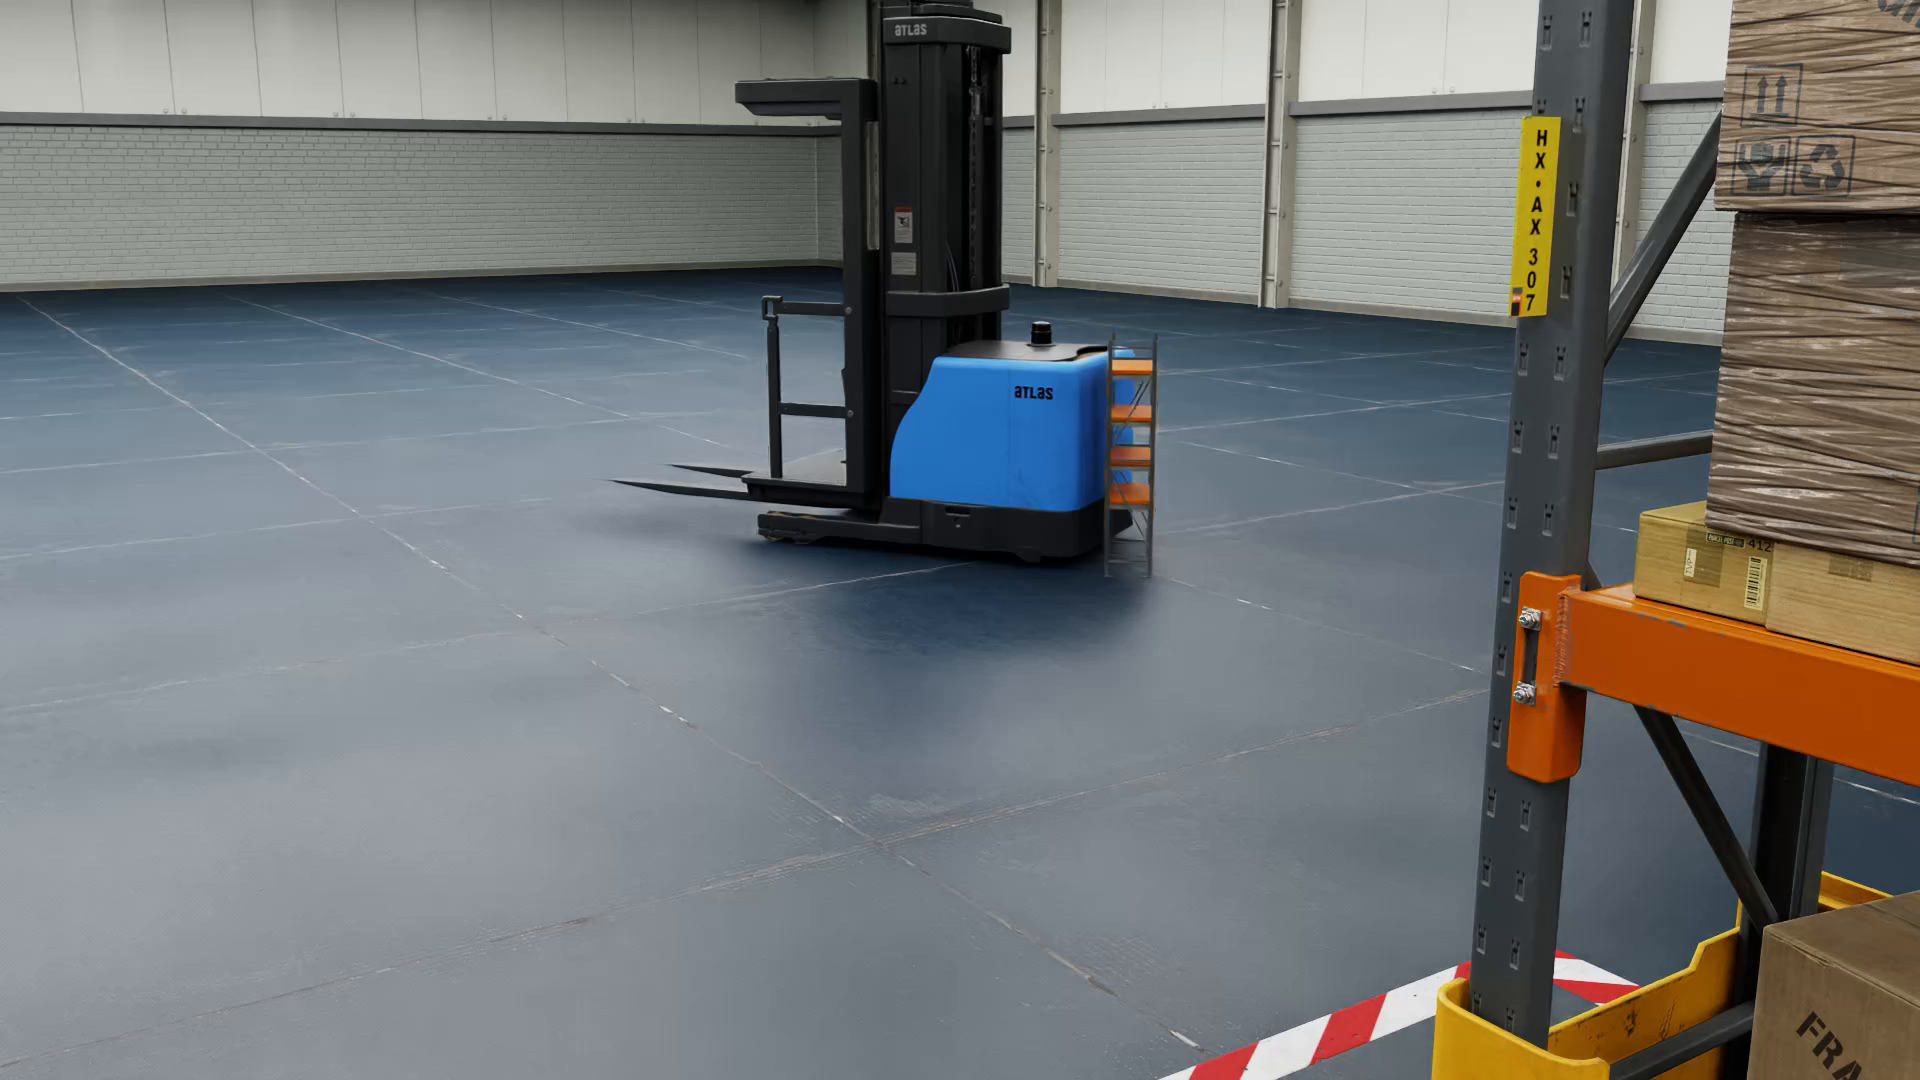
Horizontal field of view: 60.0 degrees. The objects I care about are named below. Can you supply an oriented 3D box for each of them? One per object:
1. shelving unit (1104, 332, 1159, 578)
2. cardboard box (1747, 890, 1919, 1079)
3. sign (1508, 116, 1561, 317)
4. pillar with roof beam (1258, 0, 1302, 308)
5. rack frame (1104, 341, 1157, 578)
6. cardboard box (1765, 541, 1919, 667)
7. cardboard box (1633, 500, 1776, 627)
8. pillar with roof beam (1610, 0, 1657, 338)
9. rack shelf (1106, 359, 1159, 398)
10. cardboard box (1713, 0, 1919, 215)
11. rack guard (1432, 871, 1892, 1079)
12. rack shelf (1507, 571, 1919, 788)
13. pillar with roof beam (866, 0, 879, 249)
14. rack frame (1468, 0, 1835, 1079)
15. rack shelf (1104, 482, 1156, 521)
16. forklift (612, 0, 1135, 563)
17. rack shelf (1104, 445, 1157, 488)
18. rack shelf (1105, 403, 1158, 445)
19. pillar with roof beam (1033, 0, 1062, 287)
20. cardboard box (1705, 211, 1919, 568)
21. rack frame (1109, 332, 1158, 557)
[{"bbox_3d":[0.886,-0.447,8.599,0.258,1.200,0.503,1,12,7],"label":"shelving unit"},{"bbox_3d":[1.742,0.951,2.859,0.500,0.500,0.500,-5,13,-22],"label":"cardboard box"},{"bbox_3d":[0.958,-0.536,2.767,0.100,0.325,0.005,-8,15,-33],"label":"sign"},{"bbox_3d":[1.332,-7.537,22.763,9.100,9.000,0.400,-8,15,-33],"label":"pillar with roof beam"},{"bbox_3d":[0.857,-0.396,8.362,0.240,1.200,0.015,1,12,7],"label":"rack frame"},{"bbox_3d":[1.492,0.071,2.606,0.380,0.149,0.250,-8,15,-33],"label":"cardboard box"},{"bbox_3d":[1.369,0.024,2.819,0.380,0.149,0.250,-8,15,-33],"label":"cardboard box"},{"bbox_3d":[4.656,-6.470,17.883,9.100,9.000,0.400,-8,15,-33],"label":"pillar with roof beam"},{"bbox_3d":[0.886,-0.831,8.515,0.258,0.148,0.480,1,12,7],"label":"rack shelf"},{"bbox_3d":[1.488,-0.730,2.409,0.500,0.500,0.500,-8,15,-33],"label":"cardboard box"},{"bbox_3d":[1.452,1.057,3.359,1.175,0.500,0.348,-8,15,-33],"label":"rack guard"},{"bbox_3d":[2.518,0.529,1.604,1.077,0.370,4.000,-8,15,-33],"label":"rack shelf"},{"bbox_3d":[-5.317,-9.671,32.522,9.100,9.000,0.400,-8,15,-33],"label":"pillar with roof beam"},{"bbox_3d":[1.410,-0.178,3.153,1.000,3.000,0.127,-8,15,-33],"label":"rack frame"},{"bbox_3d":[0.886,-0.188,8.656,0.258,0.148,0.480,1,12,7],"label":"rack shelf"},{"bbox_3d":[-0.574,-1.500,9.362,3.031,2.935,1.130,6,14,24],"label":"forklift"},{"bbox_3d":[0.886,-0.382,8.613,0.258,0.148,0.480,1,12,7],"label":"rack shelf"},{"bbox_3d":[0.886,-0.600,8.566,0.258,0.148,0.480,1,12,7],"label":"rack shelf"},{"bbox_3d":[-1.992,-8.604,27.643,9.100,9.000,0.400,-8,15,-33],"label":"pillar with roof beam"},{"bbox_3d":[1.692,-0.271,2.649,0.875,0.500,0.500,-8,15,-33],"label":"cardboard box"},{"bbox_3d":[0.915,-0.499,8.836,0.240,1.200,0.015,1,12,7],"label":"rack frame"}]
